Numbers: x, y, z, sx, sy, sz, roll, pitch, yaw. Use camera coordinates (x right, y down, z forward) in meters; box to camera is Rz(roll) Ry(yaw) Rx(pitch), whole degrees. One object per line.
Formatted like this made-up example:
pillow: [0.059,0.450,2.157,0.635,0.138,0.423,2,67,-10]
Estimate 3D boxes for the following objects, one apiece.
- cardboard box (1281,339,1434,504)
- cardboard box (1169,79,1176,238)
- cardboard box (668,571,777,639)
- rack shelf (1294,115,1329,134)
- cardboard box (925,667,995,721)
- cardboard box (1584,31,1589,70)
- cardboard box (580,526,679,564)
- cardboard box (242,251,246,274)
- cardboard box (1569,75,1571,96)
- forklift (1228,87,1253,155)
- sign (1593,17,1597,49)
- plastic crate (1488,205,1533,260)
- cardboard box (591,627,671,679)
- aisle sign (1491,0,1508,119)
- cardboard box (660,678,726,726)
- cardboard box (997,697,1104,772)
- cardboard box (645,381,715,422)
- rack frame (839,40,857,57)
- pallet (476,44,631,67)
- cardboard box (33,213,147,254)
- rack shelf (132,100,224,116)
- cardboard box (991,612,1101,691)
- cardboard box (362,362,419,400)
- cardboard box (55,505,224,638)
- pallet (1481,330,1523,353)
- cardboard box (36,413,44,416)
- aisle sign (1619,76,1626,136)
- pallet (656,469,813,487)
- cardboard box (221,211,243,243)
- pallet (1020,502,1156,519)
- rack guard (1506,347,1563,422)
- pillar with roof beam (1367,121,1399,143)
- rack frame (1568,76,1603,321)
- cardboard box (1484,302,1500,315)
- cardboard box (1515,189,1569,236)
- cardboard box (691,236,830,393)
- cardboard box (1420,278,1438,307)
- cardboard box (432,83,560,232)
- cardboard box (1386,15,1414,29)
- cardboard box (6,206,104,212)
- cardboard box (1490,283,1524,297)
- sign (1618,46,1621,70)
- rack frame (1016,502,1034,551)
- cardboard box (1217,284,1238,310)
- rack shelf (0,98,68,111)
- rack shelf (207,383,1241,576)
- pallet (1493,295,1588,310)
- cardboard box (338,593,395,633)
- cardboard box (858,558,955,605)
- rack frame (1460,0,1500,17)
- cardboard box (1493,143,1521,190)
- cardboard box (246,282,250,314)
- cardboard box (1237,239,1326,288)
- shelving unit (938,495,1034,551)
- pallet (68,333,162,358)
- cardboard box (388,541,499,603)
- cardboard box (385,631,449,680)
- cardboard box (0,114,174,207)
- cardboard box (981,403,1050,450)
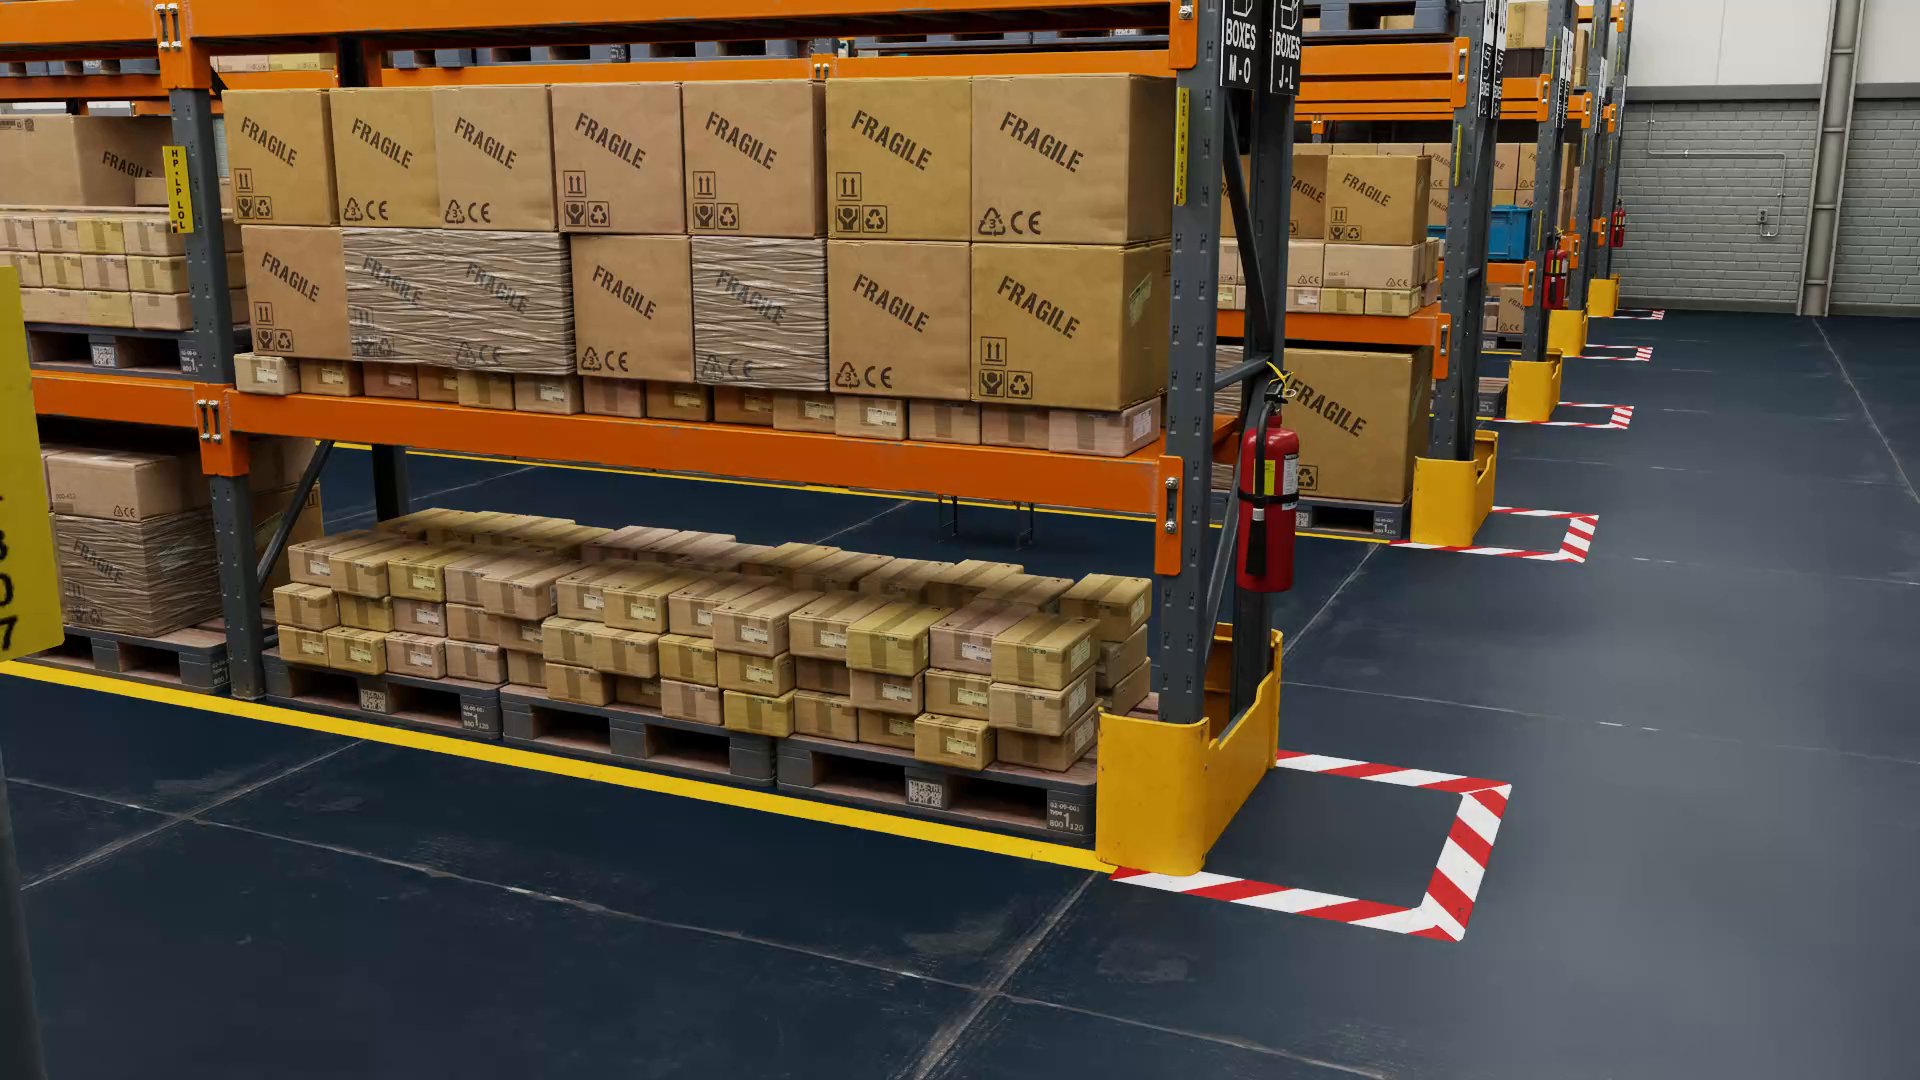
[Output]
cardboard box: [2.364,-0.765,10.181,0.875,0.875,0.875,6,14,23]
cardboard box: [0.577,-1.303,5.684,0.500,0.500,0.500,6,14,23]
cardboard box: [-0.876,0.241,6.180,0.250,0.149,0.380,5,14,21]
rack shelf: [3.515,-6.322,25.138,4.000,0.370,1.077,6,14,23]
cardboard box: [0.065,0.488,5.779,0.250,0.149,0.380,5,14,22]
cardboard box: [8.431,-6.780,23.065,0.500,0.500,0.500,5,14,21]
cardboard box: [-1.375,0.059,6.955,0.250,0.149,0.380,5,14,21]
cardboard box: [-3.188,-1.279,7.619,0.250,0.149,0.380,5,14,22]
cardboard box: [6.421,-5.001,18.264,0.500,0.250,0.500,6,14,23]
forklift: [1.323,-2.069,12.155,3.031,2.935,1.130,5,14,21]
sign: [6.755,-5.399,17.692,0.005,0.325,0.100,6,14,23]
plastic crate: [4.606,-2.625,14.169,0.499,0.435,0.616,6,14,23]
cardboard box: [-1.162,0.383,6.225,0.250,0.149,0.380,6,14,24]
aisle sign: [3.169,-2.874,9.747,0.004,0.787,0.394,6,14,23]
cardboard box: [-0.900,0.547,6.178,0.250,0.149,0.380,6,15,24]
cardboard box: [0.315,0.652,5.730,0.250,0.149,0.380,6,15,24]
cardboard box: [-0.923,-0.533,6.012,0.250,0.149,0.380,6,15,24]
rack frame: [-1.971,-8.687,27.079,0.127,3.000,1.000,6,14,23]
pallet: [-2.699,-3.510,11.994,1.213,0.211,1.003,7,15,26]
cardboard box: [-3.704,-1.313,7.113,0.250,0.149,0.380,5,14,21]
rack shelf: [-7.812,-4.993,19.474,4.000,0.370,1.077,6,14,23]
cardboard box: [0.294,0.372,5.623,0.250,0.149,0.380,6,14,24]
cardboard box: [-2.119,-0.657,6.539,0.250,0.149,0.380,5,14,21]
cardboard box: [-3.556,0.101,7.313,0.500,0.500,0.500,5,14,22]
pallet: [6.199,-2.344,19.284,1.213,0.211,1.003,6,14,23]
cardboard box: [-4.778,-0.515,8.296,0.500,0.250,0.500,6,15,25]
aisle sign: [8.945,-5.853,22.440,0.004,0.787,0.394,6,14,23]
pallet: [-1.411,-0.621,11.938,1.213,0.211,1.003,6,14,23]
cardboard box: [-3.208,-1.425,7.589,0.250,0.149,0.380,6,15,25]
pallet: [1.108,-0.366,10.852,1.213,0.211,1.003,6,14,23]
rack guard: [5.015,-1.371,14.502,0.348,0.500,1.175,6,14,23]
pillar with roof beam: [4.590,-7.164,20.586,0.400,9.000,9.100,6,14,23]
rack frame: [6.998,-3.621,18.622,0.127,3.000,1.000,6,14,23]
cardboard box: [6.158,-2.653,19.549,0.500,0.250,0.500,6,14,23]
cardboard box: [6.478,-3.655,18.544,0.500,0.500,0.500,6,15,25]
cardboard box: [-0.571,-0.801,5.732,0.500,0.500,0.500,6,14,23]
cardboard box: [2.791,-1.532,10.268,0.250,0.149,0.380,6,14,24]
cardboard box: [-1.535,-1.386,6.036,0.500,0.500,0.500,6,14,24]
cardboard box: [5.179,-5.815,18.996,0.500,0.500,0.700,6,14,23]
cardboard box: [-4.381,-1.544,8.097,0.250,0.149,0.380,6,15,25]
cardboard box: [7.863,-3.734,23.654,0.500,0.500,0.700,6,14,23]
sign: [8.768,-6.397,22.120,0.005,0.325,0.100,6,14,23]
rack frame: [0.374,-0.546,9.456,0.015,1.200,0.240,6,14,23]
cardboard box: [1.588,-1.489,10.083,0.250,0.149,0.380,5,14,22]
rack shelf: [-9.818,-3.958,15.065,4.000,0.370,1.077,6,14,23]
rack shelf: [-0.948,-0.361,6.301,4.000,0.370,1.077,6,14,23]
pallet: [8.238,-3.356,23.597,1.213,0.211,1.003,6,14,23]
cardboard box: [-2.307,0.248,6.803,0.250,0.149,0.380,6,14,24]
cardboard box: [-0.201,0.192,6.388,0.250,0.149,0.380,5,14,20]
rack frame: [2.982,-4.473,9.120,0.127,3.000,1.000,6,14,23]
cardboard box: [6.017,-4.187,18.625,0.500,0.500,0.500,6,15,25]
cardboard box: [-3.207,-1.135,7.657,0.250,0.149,0.380,6,14,24]
cardboard box: [1.968,-1.661,9.944,0.500,0.250,0.500,6,14,22]
shelving unit: [0.151,-0.569,9.553,0.503,1.200,0.258,6,14,23]
pallet: [-4.608,-0.998,7.862,1.213,0.211,1.003,6,14,23]
cardboard box: [-2.067,0.124,6.680,0.250,0.149,0.380,6,14,22]
cardboard box: [-2.082,0.425,6.699,0.250,0.149,0.380,6,14,23]
cardboard box: [-7.320,-3.057,13.983,1.000,1.000,1.000,6,14,24]
cardboard box: [0.256,-0.406,5.467,0.250,0.149,0.380,6,14,23]
